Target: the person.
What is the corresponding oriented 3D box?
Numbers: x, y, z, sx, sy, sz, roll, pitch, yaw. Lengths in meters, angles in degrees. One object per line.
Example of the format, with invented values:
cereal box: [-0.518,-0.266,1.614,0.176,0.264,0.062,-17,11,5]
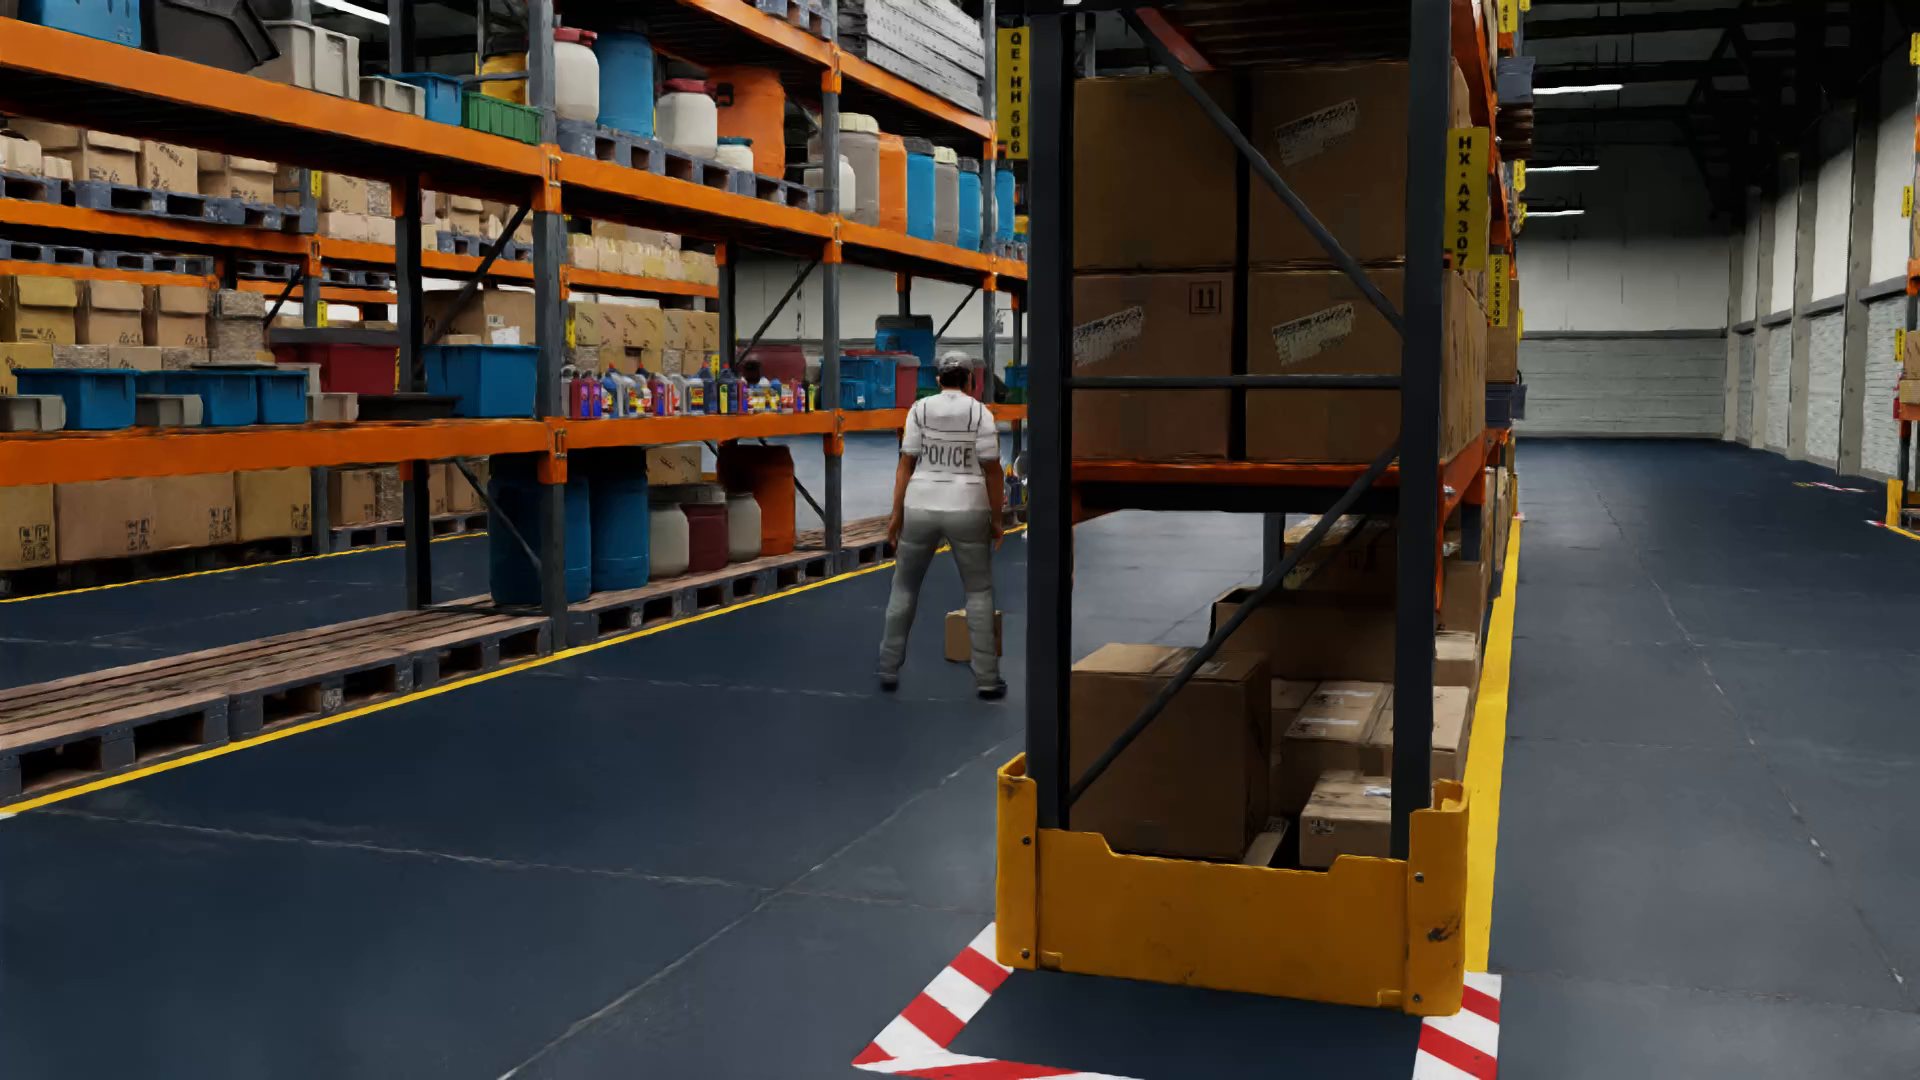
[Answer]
person: [-0.111,-0.096,8.144,0.687,1.653,0.475,1,5,7]
